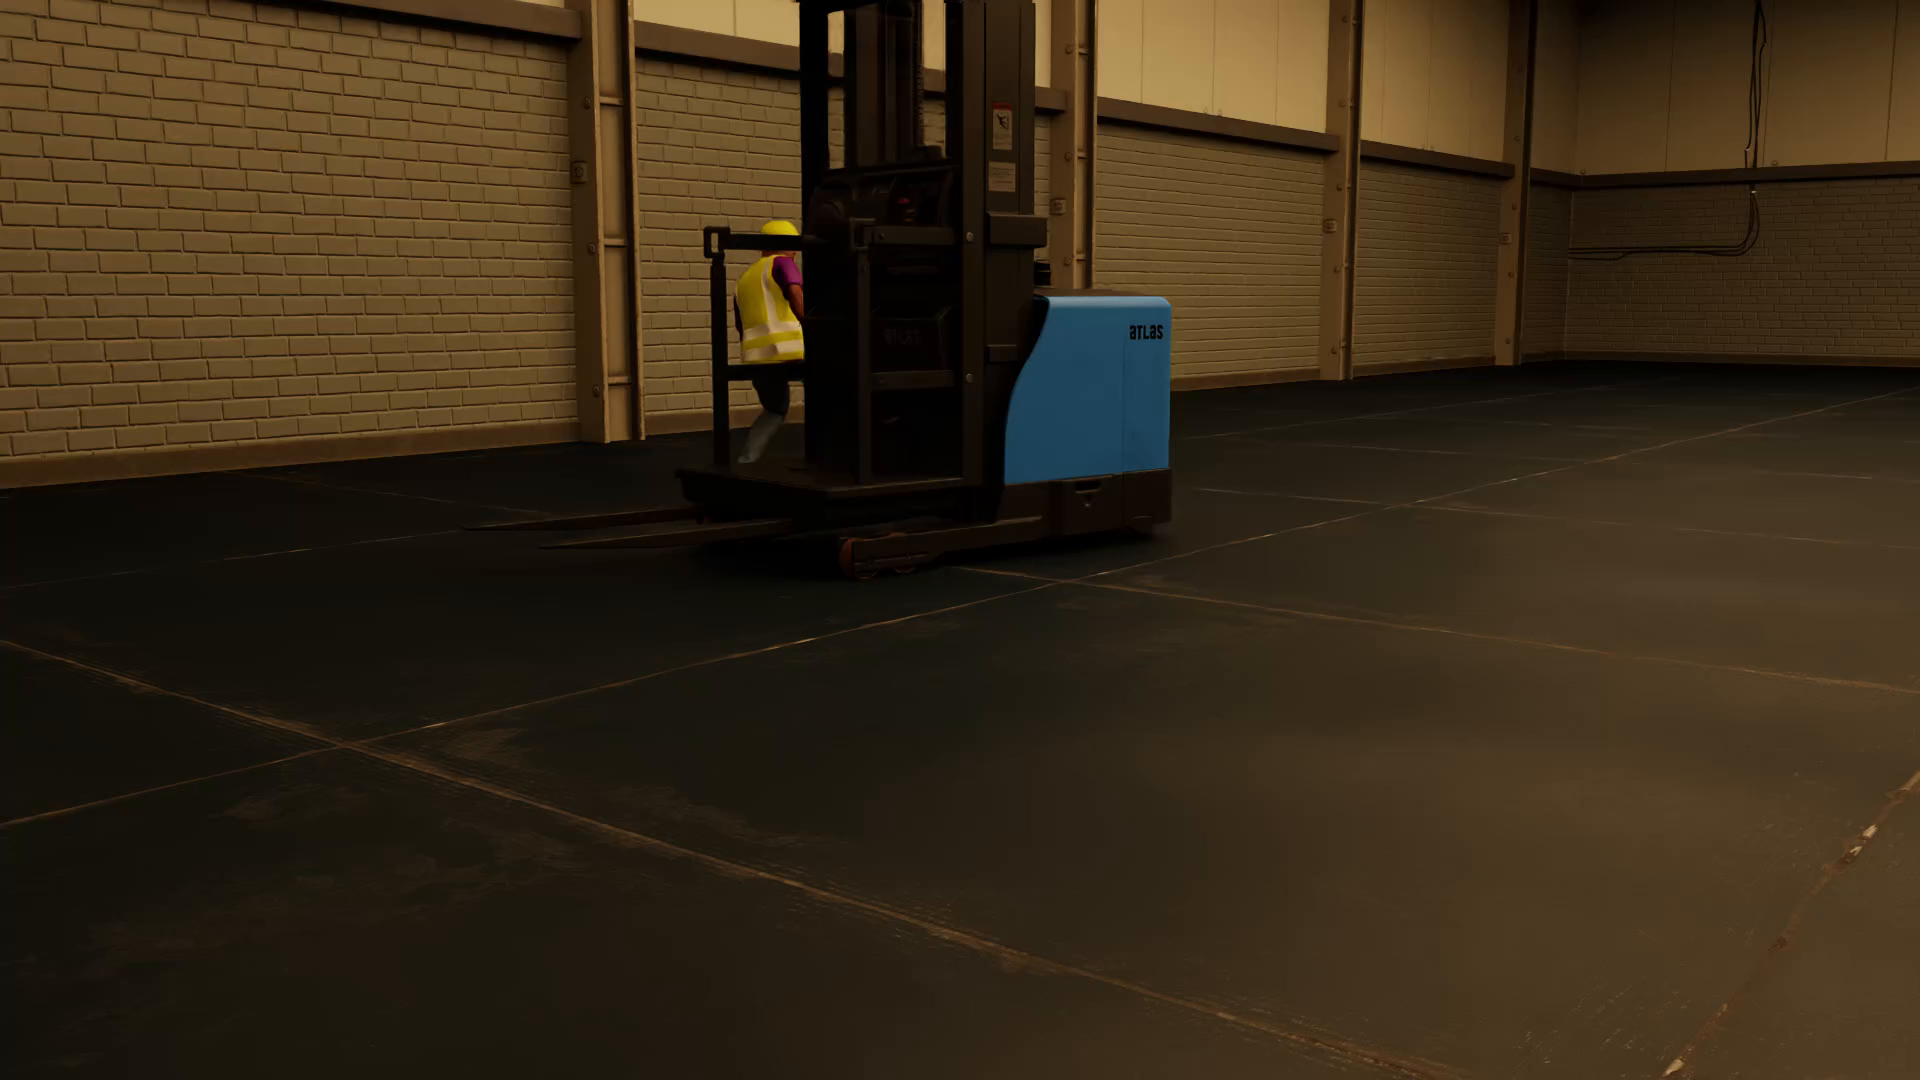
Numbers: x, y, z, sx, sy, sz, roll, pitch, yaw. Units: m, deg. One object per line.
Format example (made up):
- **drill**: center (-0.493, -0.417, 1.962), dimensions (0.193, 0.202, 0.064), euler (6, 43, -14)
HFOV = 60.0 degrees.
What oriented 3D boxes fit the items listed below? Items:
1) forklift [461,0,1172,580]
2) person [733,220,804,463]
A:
- **forklift**: center (-0.494, -1.383, 6.736), dimensions (3.031, 2.935, 1.130), euler (-7, 11, -40)
- **person**: center (-0.973, -1.094, 9.717), dimensions (0.819, 1.535, 0.742), euler (5, 10, 29)
